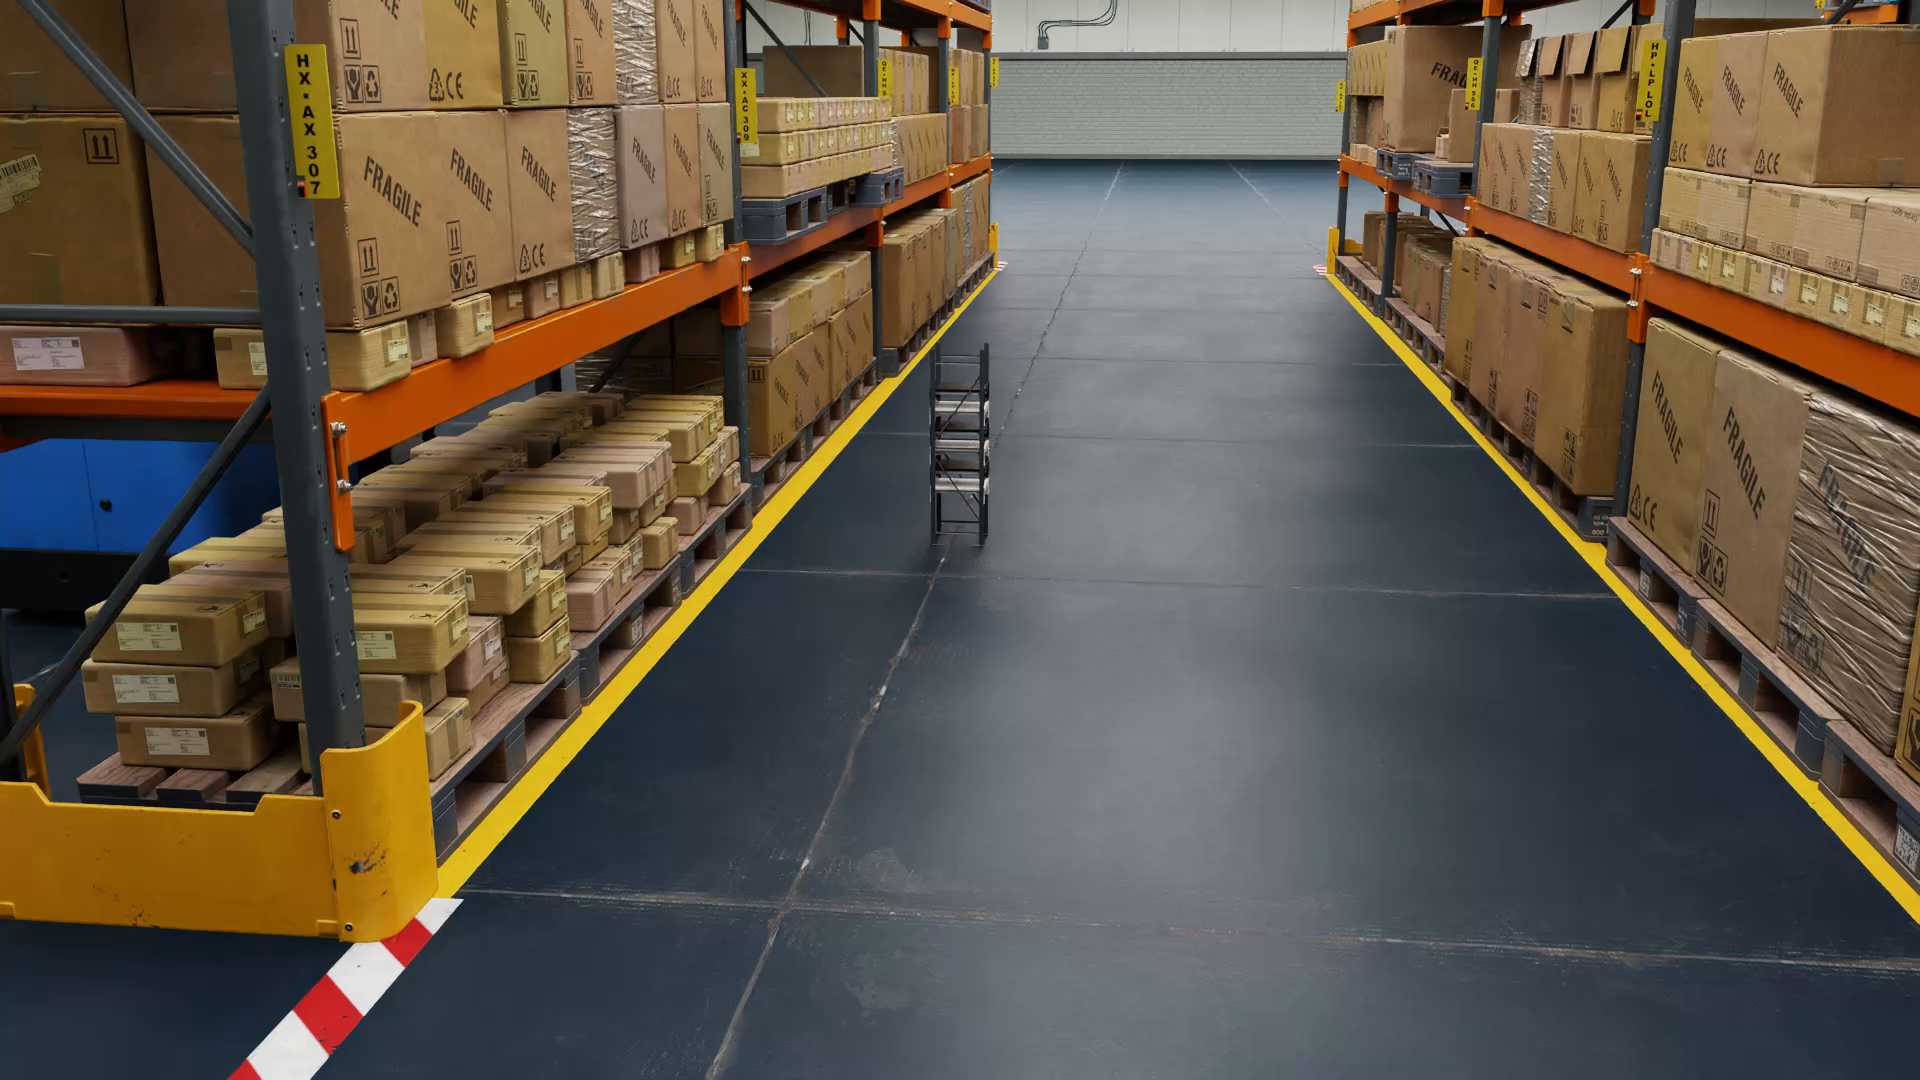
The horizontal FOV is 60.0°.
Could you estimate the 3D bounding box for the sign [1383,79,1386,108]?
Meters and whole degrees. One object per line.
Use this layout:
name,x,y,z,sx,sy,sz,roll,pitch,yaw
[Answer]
sign,3.776,-3.881,14.609,0.100,0.325,0.005,2,15,6

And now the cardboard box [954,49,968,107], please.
cardboard box,-0.381,-4.591,16.540,0.875,0.550,0.550,2,15,6

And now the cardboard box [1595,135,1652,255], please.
cardboard box,3.194,-1.551,7.462,0.500,0.500,0.500,2,15,6

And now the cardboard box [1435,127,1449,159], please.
cardboard box,3.784,-2.990,12.425,0.396,0.266,0.258,1,15,5

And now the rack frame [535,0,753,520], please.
rack frame,-1.504,-1.546,7.634,1.000,3.000,0.127,2,15,6

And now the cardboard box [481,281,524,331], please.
cardboard box,-1.574,-0.738,5.127,0.380,0.149,0.250,2,15,6

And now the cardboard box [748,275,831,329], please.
cardboard box,-1.039,-1.358,9.487,0.500,0.250,0.500,2,15,8

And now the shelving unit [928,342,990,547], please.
shelving unit,-0.001,-0.432,7.537,0.258,0.900,0.210,2,15,6

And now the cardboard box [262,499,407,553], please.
cardboard box,-2.092,-0.038,5.574,0.380,0.149,0.250,2,15,8

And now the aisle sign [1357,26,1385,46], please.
aisle sign,4.476,-5.766,18.259,0.394,0.787,0.004,2,15,6

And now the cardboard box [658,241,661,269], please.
cardboard box,-1.411,-1.142,6.618,0.380,0.149,0.250,1,15,5

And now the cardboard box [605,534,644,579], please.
cardboard box,-1.423,0.073,6.302,0.380,0.149,0.250,2,15,7

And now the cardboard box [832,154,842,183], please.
cardboard box,-0.860,-2.055,9.192,0.380,0.149,0.250,1,15,5

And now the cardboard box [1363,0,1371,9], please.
cardboard box,4.344,-5.482,16.730,0.500,0.250,0.500,2,15,6

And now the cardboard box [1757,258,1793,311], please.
cardboard box,2.903,-0.850,5.538,0.380,0.149,0.250,2,15,7

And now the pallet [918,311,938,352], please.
pallet,-0.749,-1.755,13.749,1.003,0.211,1.213,2,15,6

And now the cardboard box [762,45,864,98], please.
cardboard box,-0.992,-3.231,11.756,0.700,0.500,0.500,2,15,6

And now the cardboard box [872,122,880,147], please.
cardboard box,-0.711,-2.530,10.377,0.380,0.149,0.250,2,15,8

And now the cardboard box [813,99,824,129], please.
cardboard box,-0.915,-2.207,8.615,0.380,0.149,0.250,1,15,6

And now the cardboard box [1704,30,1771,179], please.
cardboard box,3.042,-1.563,5.976,0.500,0.500,0.500,2,15,6

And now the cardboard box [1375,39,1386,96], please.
cardboard box,4.148,-4.378,15.429,0.500,0.500,0.500,2,15,6

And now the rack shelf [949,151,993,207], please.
rack shelf,-0.376,-3.793,17.319,1.077,0.370,4.000,2,15,6

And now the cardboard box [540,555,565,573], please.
cardboard box,-1.542,0.122,5.550,0.380,0.149,0.250,1,15,4

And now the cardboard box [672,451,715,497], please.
cardboard box,-1.255,-0.285,7.055,0.380,0.149,0.250,1,15,4

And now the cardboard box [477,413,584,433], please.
cardboard box,-1.818,-0.440,7.060,0.380,0.149,0.250,1,15,5

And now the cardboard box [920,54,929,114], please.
cardboard box,-0.651,-4.023,14.687,0.700,0.500,0.500,1,15,5

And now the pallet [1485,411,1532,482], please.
pallet,3.560,-0.547,9.282,1.003,0.211,1.213,2,15,6

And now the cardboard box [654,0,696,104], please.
cardboard box,-1.341,-1.957,6.474,0.500,0.500,0.500,1,15,4

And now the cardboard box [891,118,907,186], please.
cardboard box,-0.679,-2.872,12.346,0.500,0.500,0.500,2,15,6

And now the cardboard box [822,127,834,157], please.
cardboard box,-0.890,-2.132,8.905,0.380,0.149,0.250,2,15,9

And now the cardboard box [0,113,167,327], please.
cardboard box,-2.160,-0.825,4.204,0.500,0.500,0.500,2,15,7

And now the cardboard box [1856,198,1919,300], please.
cardboard box,2.868,-0.805,4.609,0.500,0.250,0.500,1,15,4

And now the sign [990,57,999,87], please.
sign,0.388,-5.312,18.889,0.100,0.325,0.005,2,15,6

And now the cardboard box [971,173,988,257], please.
cardboard box,-0.161,-3.658,18.709,0.875,0.875,0.875,2,15,7

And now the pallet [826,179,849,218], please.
pallet,-1.235,-1.976,9.592,1.003,0.211,1.213,2,15,6

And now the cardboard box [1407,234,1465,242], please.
cardboard box,4.401,-2.547,15.321,0.500,0.500,0.500,1,15,5

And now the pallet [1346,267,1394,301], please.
pallet,4.491,-2.595,16.855,1.003,0.211,1.213,2,15,6

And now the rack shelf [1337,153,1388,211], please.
rack shelf,4.541,-3.620,16.682,1.077,0.370,4.000,2,15,6

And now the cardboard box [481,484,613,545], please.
cardboard box,-1.430,-0.090,5.767,0.380,0.149,0.250,2,15,7

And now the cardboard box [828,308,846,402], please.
cardboard box,-0.973,-1.129,10.076,0.500,0.500,0.500,1,15,4

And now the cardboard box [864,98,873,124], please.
cardboard box,-0.739,-2.609,10.102,0.380,0.149,0.250,2,15,8

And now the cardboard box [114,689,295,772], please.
cardboard box,-2.103,0.522,4.642,0.380,0.149,0.250,2,15,7

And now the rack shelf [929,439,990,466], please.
rack shelf,-0.001,-0.400,7.545,0.258,0.077,0.200,2,15,6

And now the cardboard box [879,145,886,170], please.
cardboard box,-0.681,-2.459,10.687,0.380,0.149,0.250,2,15,6

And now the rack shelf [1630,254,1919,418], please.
rack shelf,3.187,-0.508,5.172,1.077,0.370,4.000,2,15,6

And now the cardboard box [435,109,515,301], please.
cardboard box,-1.595,-0.948,4.662,0.500,0.500,0.500,2,15,6

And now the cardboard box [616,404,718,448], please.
cardboard box,-1.275,-0.493,7.254,0.380,0.149,0.250,2,15,7

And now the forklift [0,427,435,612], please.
forklift,-3.050,-1.457,7.435,1.130,2.935,3.031,2,15,8

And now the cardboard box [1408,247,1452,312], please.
cardboard box,4.152,-2.173,13.897,0.700,0.500,0.500,2,15,6

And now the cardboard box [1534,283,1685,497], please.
cardboard box,3.465,-0.718,7.835,1.225,0.875,0.875,2,15,6

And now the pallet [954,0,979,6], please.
pallet,-0.358,-5.554,16.878,1.003,0.211,1.213,2,15,6

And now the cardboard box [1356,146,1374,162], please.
cardboard box,4.232,-3.912,16.864,0.380,0.149,0.250,2,15,6

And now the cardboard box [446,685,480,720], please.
cardboard box,-1.630,0.468,4.842,0.380,0.149,0.250,2,15,6

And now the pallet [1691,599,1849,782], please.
pallet,3.114,0.484,5.466,1.003,0.211,1.213,2,15,6

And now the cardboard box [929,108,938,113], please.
cardboard box,-0.572,-3.790,15.643,0.875,0.550,0.550,2,15,6

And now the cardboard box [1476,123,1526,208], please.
cardboard box,3.539,-2.342,10.383,0.500,0.500,0.500,2,15,8

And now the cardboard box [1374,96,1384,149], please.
cardboard box,4.476,-4.017,16.009,0.875,0.500,0.500,2,15,6

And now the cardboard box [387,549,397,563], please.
cardboard box,-2.077,0.106,5.610,0.380,0.149,0.250,2,15,7
